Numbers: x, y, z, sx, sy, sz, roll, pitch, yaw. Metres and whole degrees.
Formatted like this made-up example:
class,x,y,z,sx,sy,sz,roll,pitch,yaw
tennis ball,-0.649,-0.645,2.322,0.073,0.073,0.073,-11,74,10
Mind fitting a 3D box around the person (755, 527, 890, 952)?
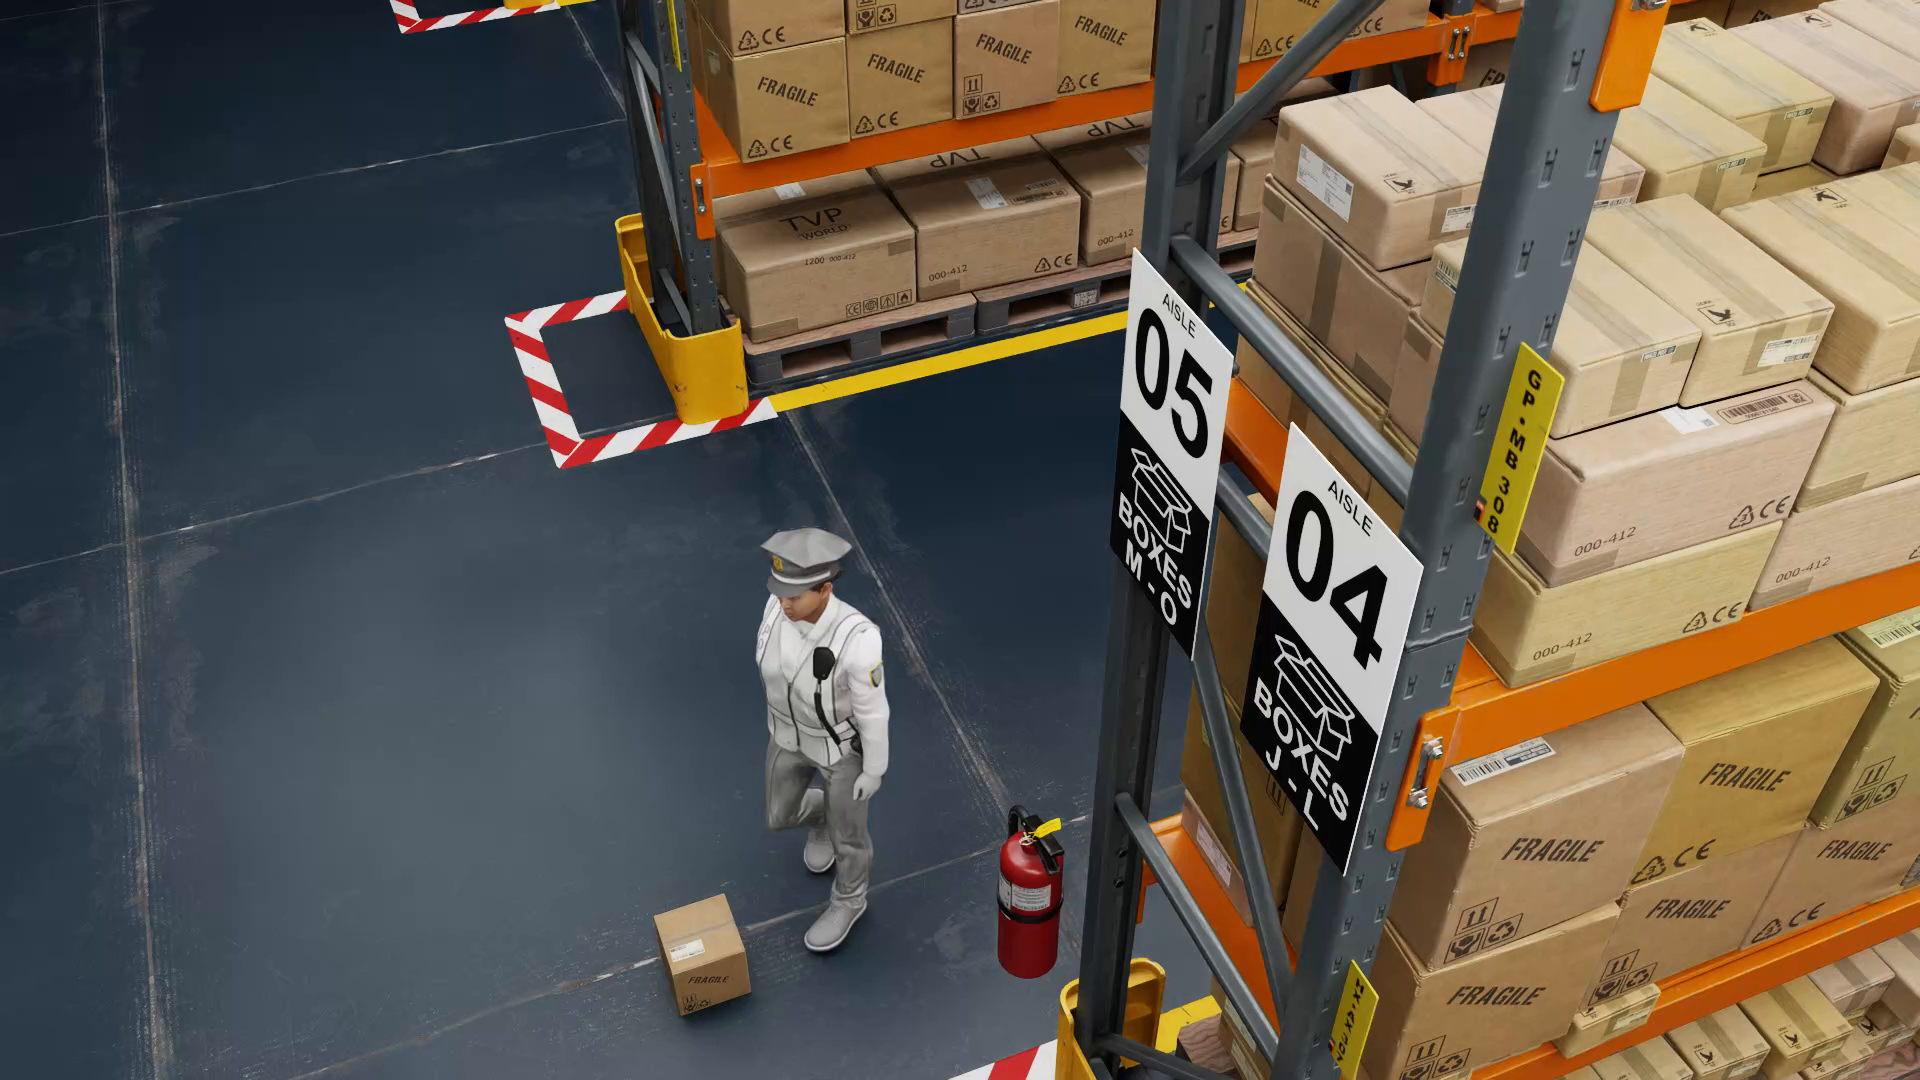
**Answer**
class,x,y,z,sx,sy,sz,roll,pitch,yaw
person,-0.433,0.647,5.409,0.497,1.670,0.521,21,46,22
